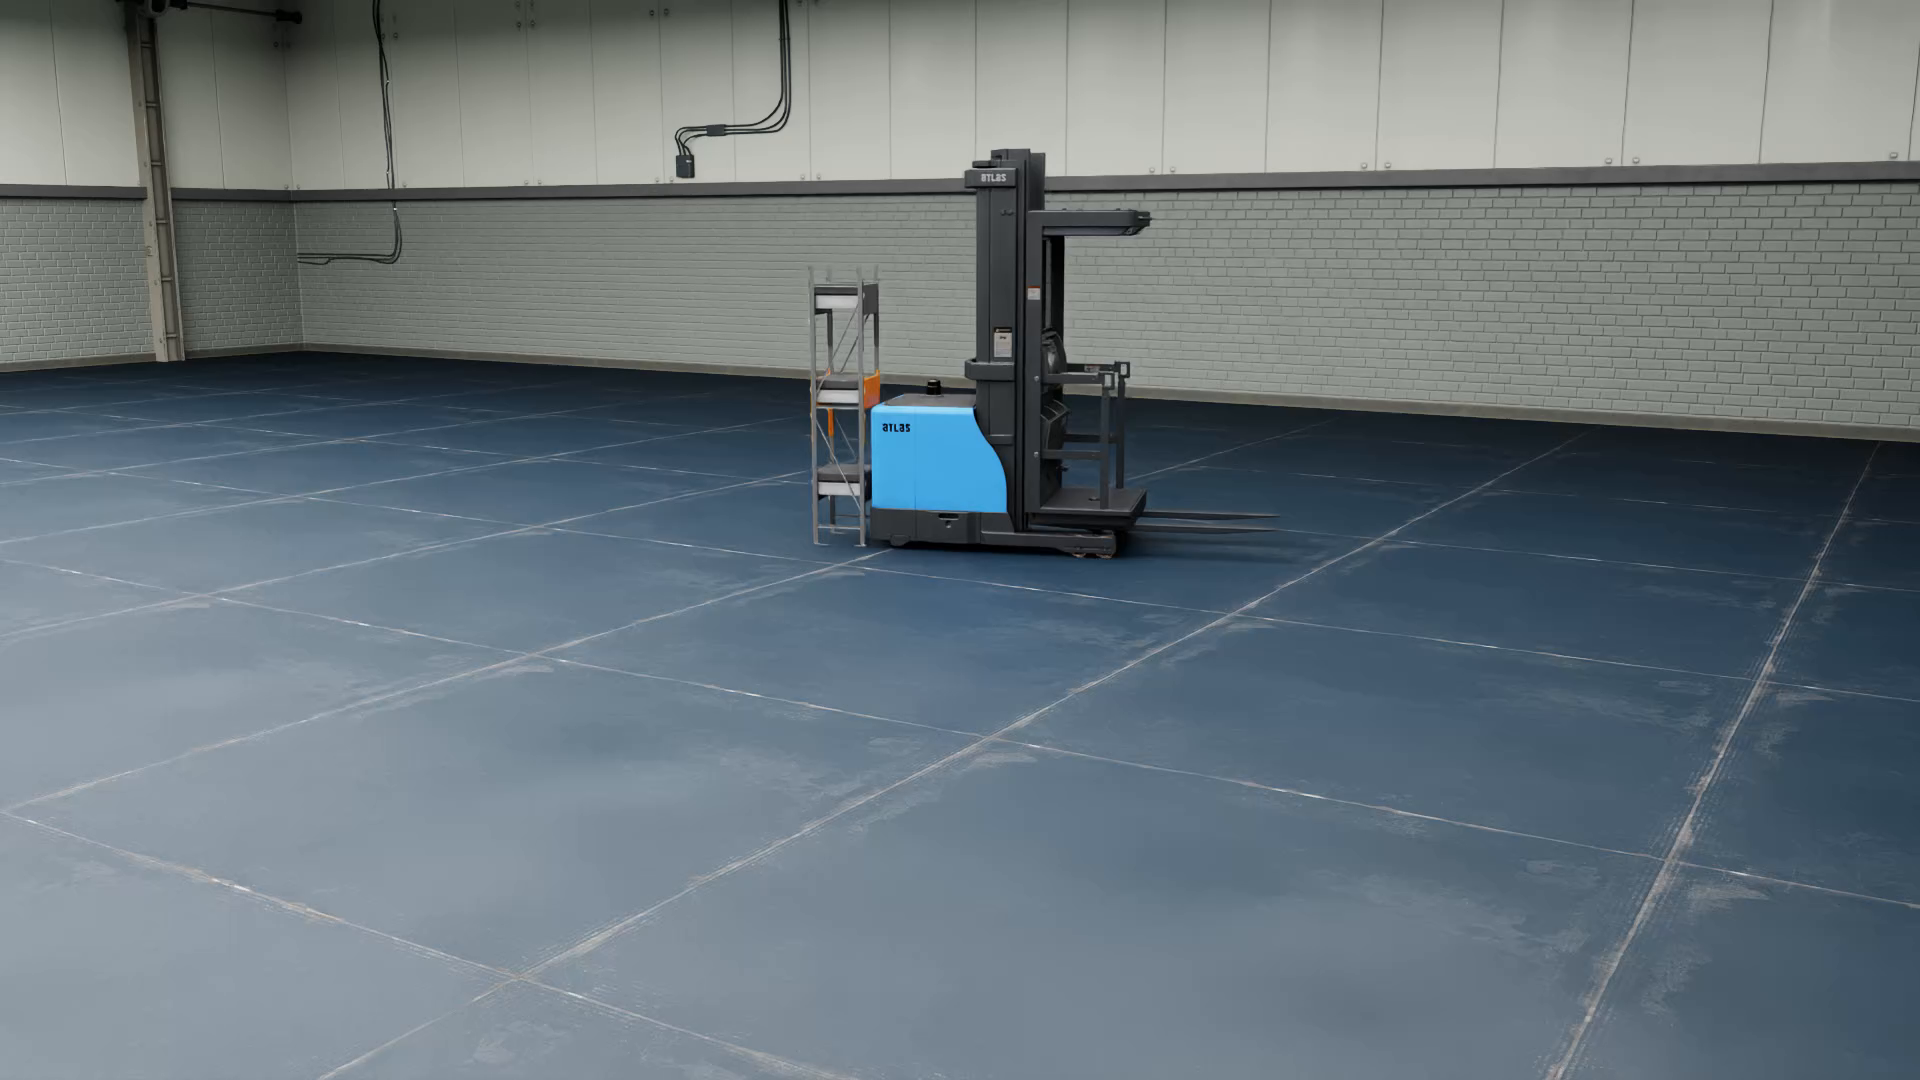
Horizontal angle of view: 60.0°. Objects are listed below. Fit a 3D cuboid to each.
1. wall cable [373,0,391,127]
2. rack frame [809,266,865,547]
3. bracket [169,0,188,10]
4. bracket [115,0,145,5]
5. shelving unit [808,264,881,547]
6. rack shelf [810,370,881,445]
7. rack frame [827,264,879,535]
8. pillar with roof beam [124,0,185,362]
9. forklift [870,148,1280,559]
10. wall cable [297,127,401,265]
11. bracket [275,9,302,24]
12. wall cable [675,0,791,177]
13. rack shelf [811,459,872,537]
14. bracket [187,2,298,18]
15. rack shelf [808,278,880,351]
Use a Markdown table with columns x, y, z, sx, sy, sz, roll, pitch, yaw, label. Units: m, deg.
| x | y | z | sx | sy | sz | roll | pitch | yaw | label |
| --- | --- | --- | --- | --- | --- | --- | --- | --- | --- |
| -9.445 | -8.733 | 29.774 | 3.097 | 2.526 | 0.112 | 6 | 12 | 31 | wall cable |
| -0.916 | -0.987 | 12.436 | 0.400 | 2.100 | 0.015 | 2 | 11 | 11 | rack frame |
| -13.898 | -9.499 | 29.370 | 0.235 | 0.232 | 0.430 | 6 | 12 | 31 | bracket |
| -14.328 | -9.368 | 28.672 | 0.235 | 0.232 | 0.430 | 6 | 12 | 31 | bracket |
| -0.869 | -1.031 | 12.671 | 0.431 | 2.100 | 0.503 | 2 | 11 | 11 | shelving unit |
| -0.869 | -1.018 | 12.674 | 0.431 | 0.518 | 0.480 | 2 | 11 | 11 | rack shelf |
| -0.822 | -1.075 | 12.907 | 0.400 | 2.100 | 0.015 | 2 | 11 | 11 | rack frame |
| -10.737 | -7.287 | 27.337 | 9.100 | 9.000 | 0.548 | 6 | 12 | 31 | pillar with roof beam |
| 0.892 | -1.412 | 12.445 | 3.031 | 2.935 | 1.130 | 2 | 11 | 12 | forklift |
| -11.757 | -6.509 | 31.619 | 3.097 | 2.526 | 0.112 | 6 | 12 | 31 | wall cable |
| -12.667 | -9.871 | 31.361 | 0.235 | 0.232 | 0.430 | 6 | 12 | 31 | bracket |
| -3.651 | -8.797 | 26.163 | 2.305 | 6.003 | 0.169 | 6 | 12 | 31 | wall cable |
| -0.869 | -0.330 | 12.803 | 0.431 | 0.518 | 0.480 | 2 | 11 | 11 | rack shelf |
| -12.974 | -9.778 | 30.864 | 0.076 | 0.066 | 3.189 | 6 | 12 | 31 | bracket |
| -0.869 | -1.706 | 12.545 | 0.431 | 0.518 | 0.480 | 2 | 11 | 11 | rack shelf |
